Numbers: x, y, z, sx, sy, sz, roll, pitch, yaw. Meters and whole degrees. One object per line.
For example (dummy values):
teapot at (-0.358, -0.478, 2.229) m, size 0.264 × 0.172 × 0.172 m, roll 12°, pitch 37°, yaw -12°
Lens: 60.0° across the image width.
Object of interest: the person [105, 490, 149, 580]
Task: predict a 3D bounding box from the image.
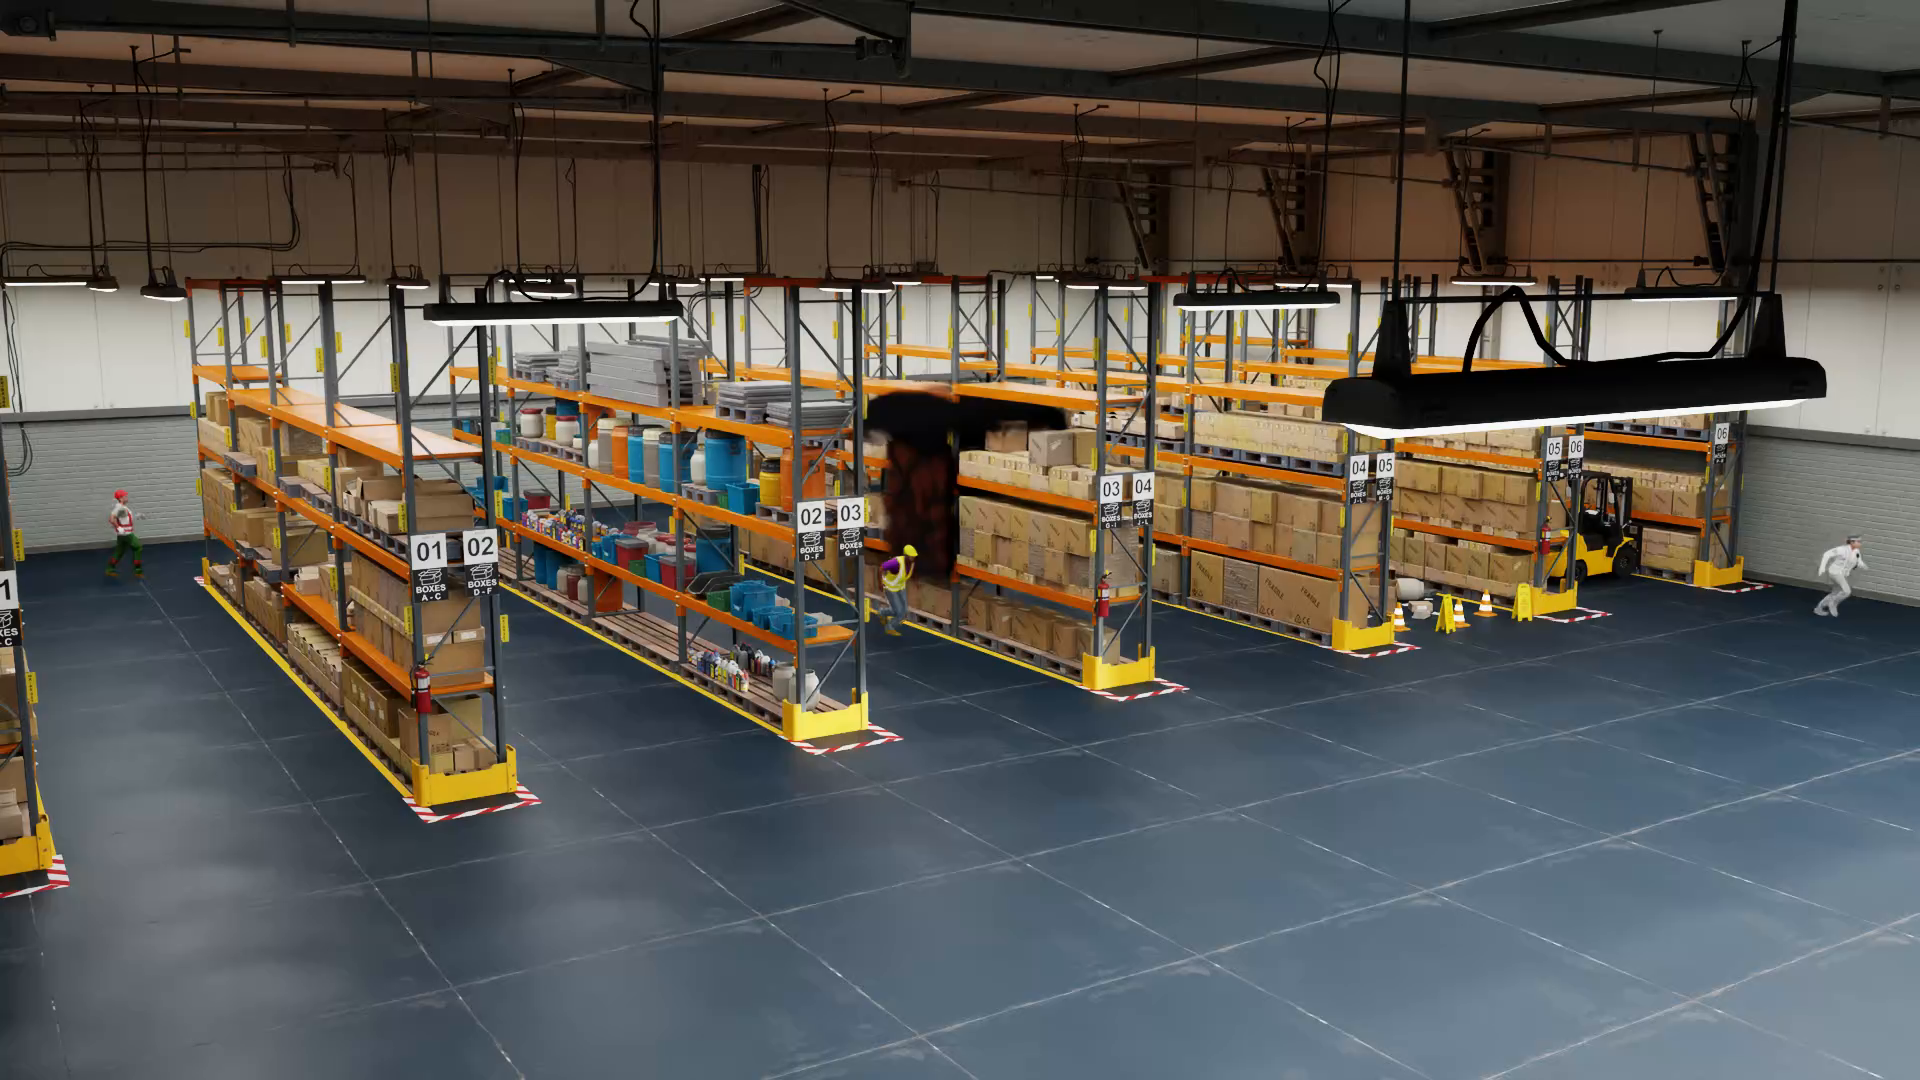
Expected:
person at (-16.619, -0.081, 33.067) m, size 0.805 × 1.846 × 0.642 m, roll -7°, pitch 12°, yaw -36°

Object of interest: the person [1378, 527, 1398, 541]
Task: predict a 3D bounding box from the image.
person at (9.285, -0.441, 35.640) m, size 0.664 × 1.674 × 0.749 m, roll -8°, pitch 12°, yaw -39°

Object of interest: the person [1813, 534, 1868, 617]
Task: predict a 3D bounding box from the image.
person at (15.689, 0.623, 29.572) m, size 0.601 × 1.544 × 0.914 m, roll -5°, pitch 11°, yaw -29°

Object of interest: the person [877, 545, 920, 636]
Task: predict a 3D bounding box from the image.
person at (-1.051, 0.829, 27.286) m, size 0.731 × 1.573 × 0.911 m, roll -9°, pitch 13°, yaw -43°

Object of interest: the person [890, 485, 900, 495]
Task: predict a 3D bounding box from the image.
person at (-1.331, -0.278, 34.459) m, size 0.656 × 1.725 × 0.602 m, roll -6°, pitch 11°, yaw -33°
